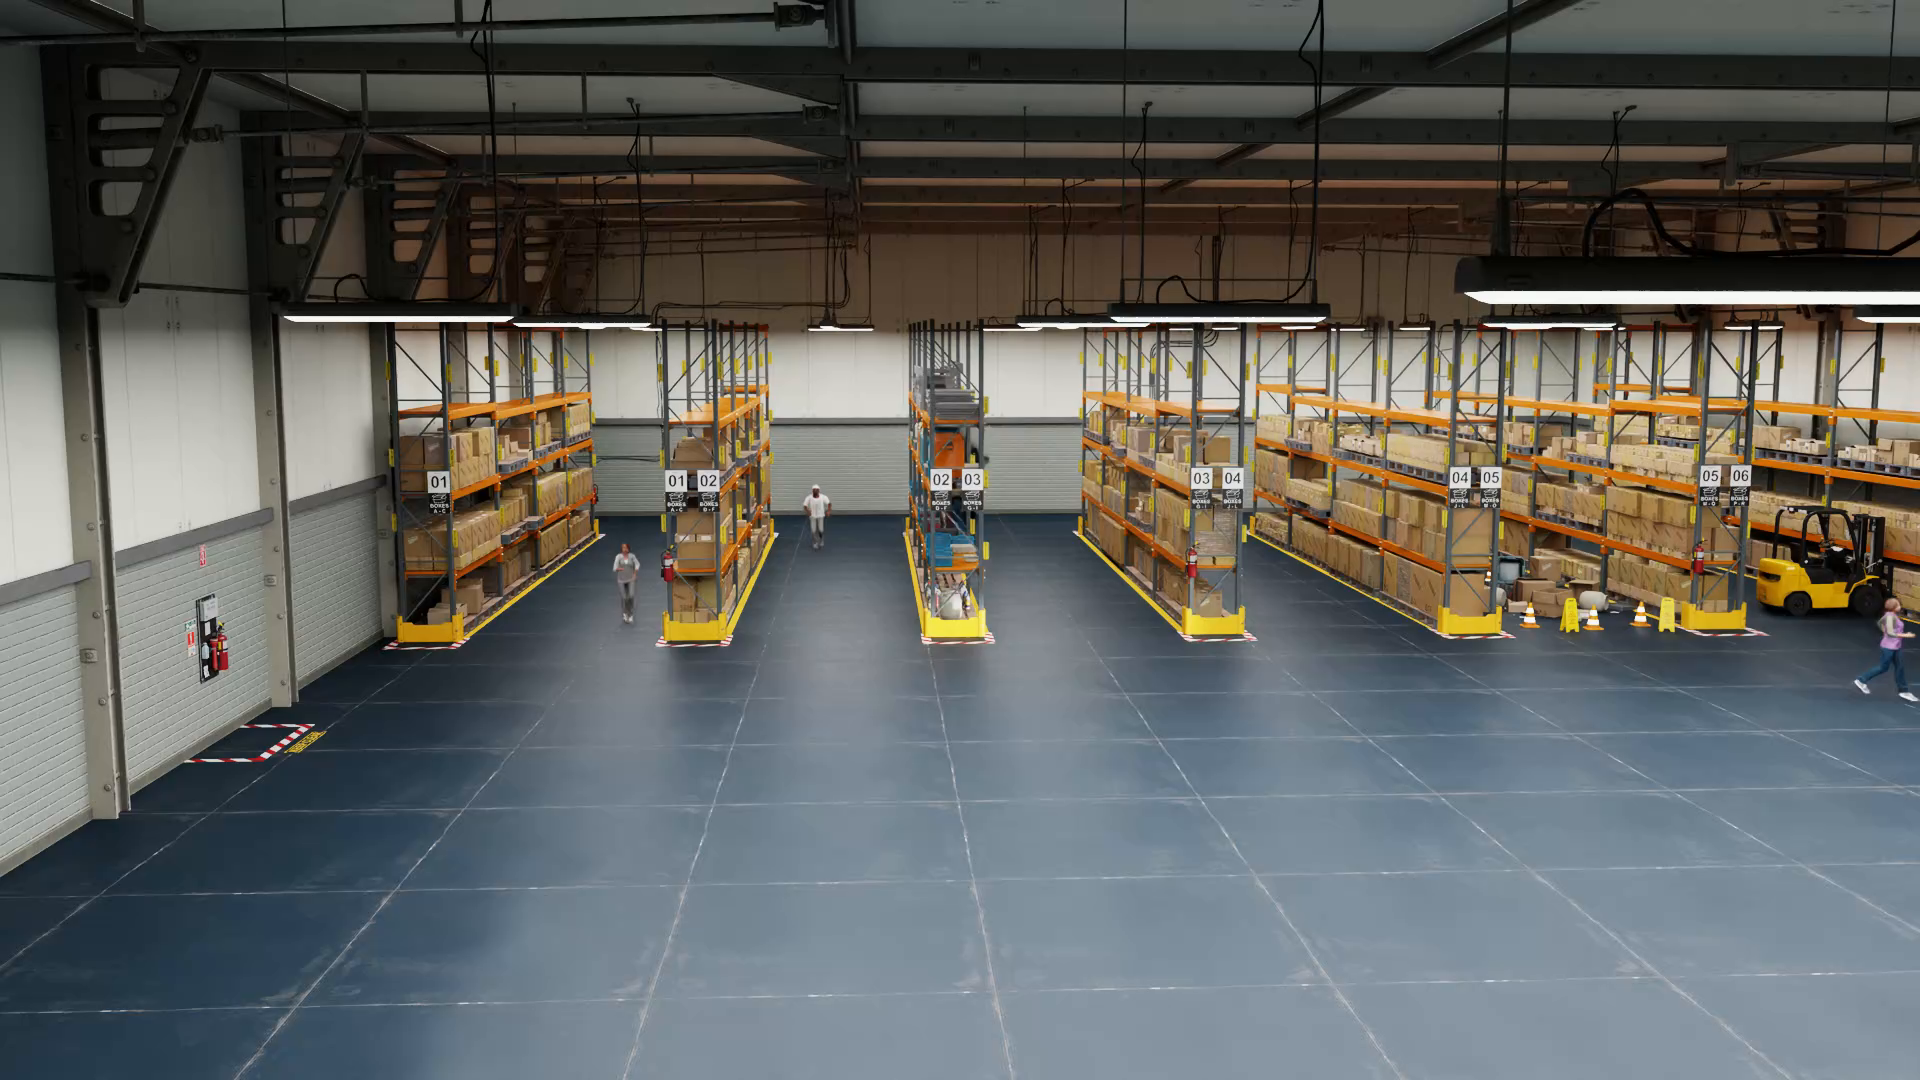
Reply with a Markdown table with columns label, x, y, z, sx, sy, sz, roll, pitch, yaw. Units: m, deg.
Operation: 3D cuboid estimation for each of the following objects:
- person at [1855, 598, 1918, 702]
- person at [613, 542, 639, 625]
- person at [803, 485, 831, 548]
| label | x | y | z | sx | sy | sz | roll | pitch | yaw |
| --- | --- | --- | --- | --- | --- | --- | --- | --- | --- |
| person | 14.558 | 1.698 | 26.031 | 0.869 | 1.600 | 0.533 | 6 | 9 | 38 |
| person | -6.618 | 0.861 | 33.000 | 0.514 | 1.639 | 0.666 | -1 | 7 | -11 |
| person | -3.807 | -0.614 | 44.325 | 0.746 | 1.722 | 0.593 | -1 | 7 | -5 |
